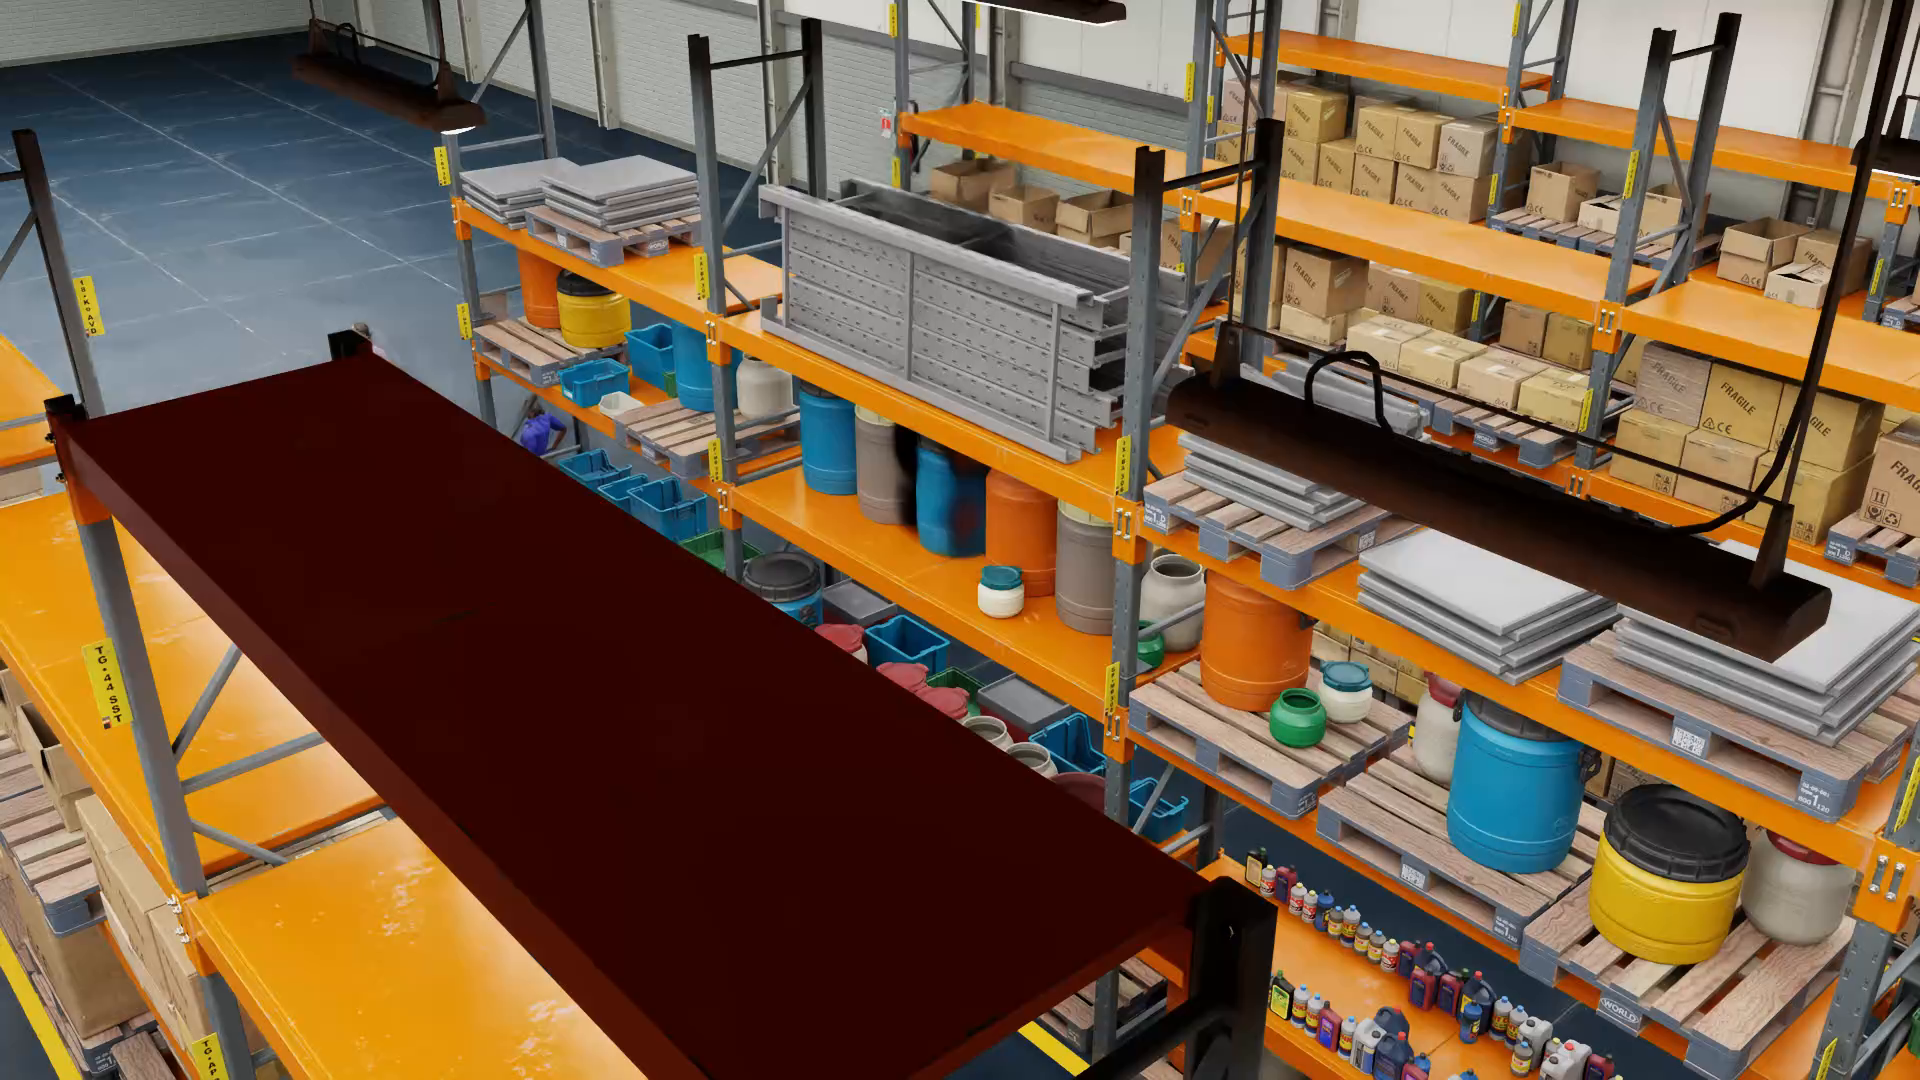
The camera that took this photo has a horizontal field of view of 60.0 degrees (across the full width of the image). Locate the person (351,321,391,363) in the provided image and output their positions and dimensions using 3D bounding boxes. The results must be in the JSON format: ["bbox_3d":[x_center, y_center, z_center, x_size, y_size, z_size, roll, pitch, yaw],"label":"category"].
[{"bbox_3d":[-6.780,-1.711,19.177,0.725,1.699,0.592,-9,28,-16],"label":"person"}]

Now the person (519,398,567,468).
[{"bbox_3d":[-4.305,-0.713,17.186,0.776,1.675,0.583,1,27,3],"label":"person"}]
